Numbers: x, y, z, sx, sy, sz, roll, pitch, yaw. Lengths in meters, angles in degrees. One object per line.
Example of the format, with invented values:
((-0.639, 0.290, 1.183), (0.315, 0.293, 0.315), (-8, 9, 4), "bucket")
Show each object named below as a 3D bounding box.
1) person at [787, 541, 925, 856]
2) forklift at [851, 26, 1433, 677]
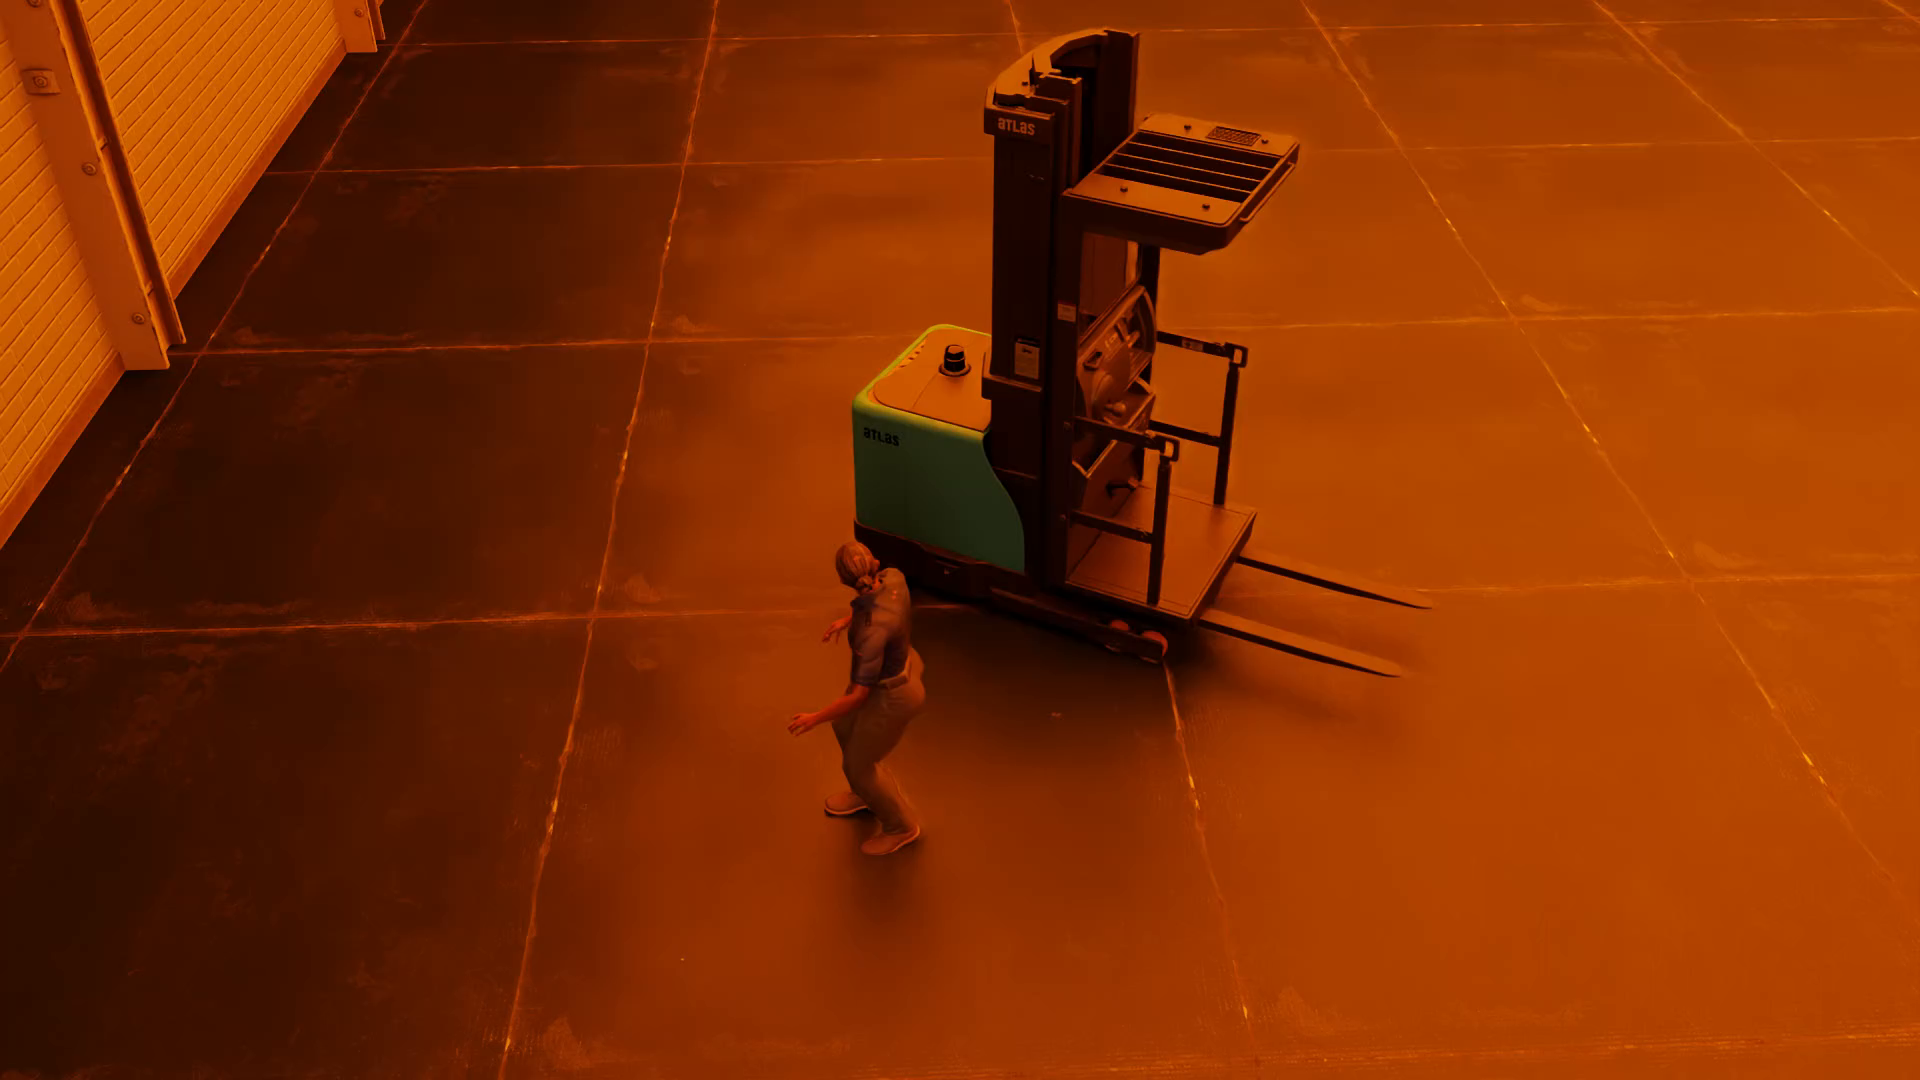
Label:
((-0.445, 0.669, 7.260), (0.587, 1.615, 0.692), (-1, 36, -1), "person")
((0.967, -0.908, 8.250), (3.031, 2.935, 1.130), (17, 39, 21), "forklift")
